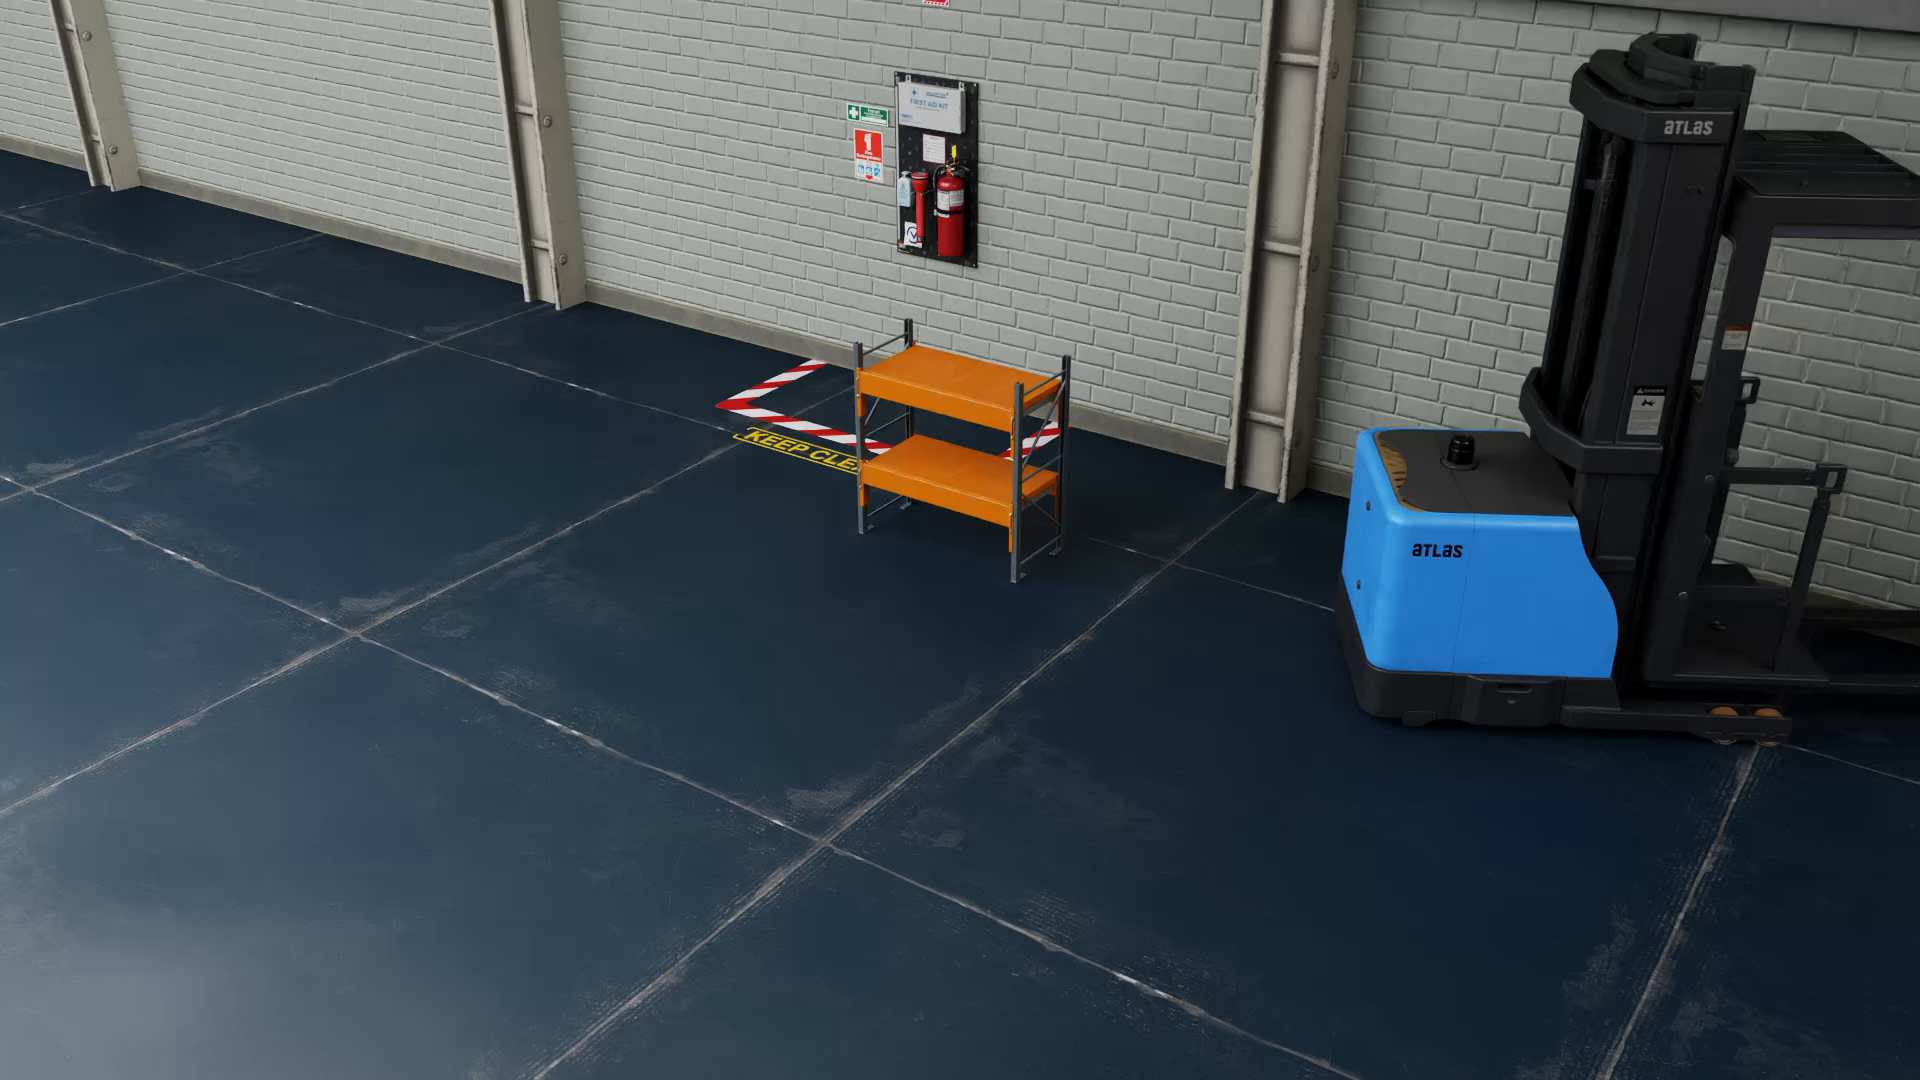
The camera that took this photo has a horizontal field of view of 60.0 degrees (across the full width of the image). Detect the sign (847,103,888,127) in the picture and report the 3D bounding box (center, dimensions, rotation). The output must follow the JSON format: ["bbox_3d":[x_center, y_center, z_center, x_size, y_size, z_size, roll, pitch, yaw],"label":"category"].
[{"bbox_3d":[-0.596,-2.735,10.693,0.331,0.109,0.001,17,32,30],"label":"sign"}]

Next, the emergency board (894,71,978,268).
[{"bbox_3d":[-0.197,-2.307,10.476,0.643,1.169,0.194,17,32,30],"label":"emergency board"}]

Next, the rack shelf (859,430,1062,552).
[{"bbox_3d":[0.006,-0.282,9.102,1.000,0.278,0.538,17,32,30],"label":"rack shelf"}]

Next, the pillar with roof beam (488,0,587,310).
[{"bbox_3d":[-5.565,-4.263,7.705,0.400,9.000,9.100,17,32,30],"label":"pillar with roof beam"}]

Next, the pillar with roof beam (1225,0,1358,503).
[{"bbox_3d":[-0.619,-2.722,4.678,0.400,9.000,9.100,17,32,30],"label":"pillar with roof beam"}]

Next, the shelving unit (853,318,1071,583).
[{"bbox_3d":[0.006,-0.500,8.991,1.048,1.125,0.538,17,32,30],"label":"shelving unit"}]

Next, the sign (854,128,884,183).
[{"bbox_3d":[-0.595,-2.503,10.823,0.234,0.329,0.001,17,32,30],"label":"sign"}]

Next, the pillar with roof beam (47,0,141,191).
[{"bbox_3d":[-10.511,-5.804,10.733,0.400,9.000,9.100,17,32,30],"label":"pillar with roof beam"}]

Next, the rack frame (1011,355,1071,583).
[{"bbox_3d":[0.425,-0.369,8.735,0.032,1.125,0.500,17,32,30],"label":"rack frame"}]

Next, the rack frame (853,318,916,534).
[{"bbox_3d":[-0.413,-0.630,9.248,0.032,1.125,0.500,17,32,30],"label":"rack frame"}]

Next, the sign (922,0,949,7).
[{"bbox_3d":[-0.147,-3.379,10.027,0.199,0.298,0.001,17,32,30],"label":"sign"}]

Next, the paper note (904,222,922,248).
[{"bbox_3d":[-0.304,-1.986,10.816,0.142,0.148,0.016,17,32,30],"label":"paper note"}]

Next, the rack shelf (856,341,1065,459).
[{"bbox_3d":[0.006,-0.760,8.859,1.000,0.278,0.538,17,32,30],"label":"rack shelf"}]

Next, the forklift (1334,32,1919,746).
[{"bbox_3d":[3.365,-0.634,7.265,3.031,2.935,1.130,2,27,3],"label":"forklift"}]
